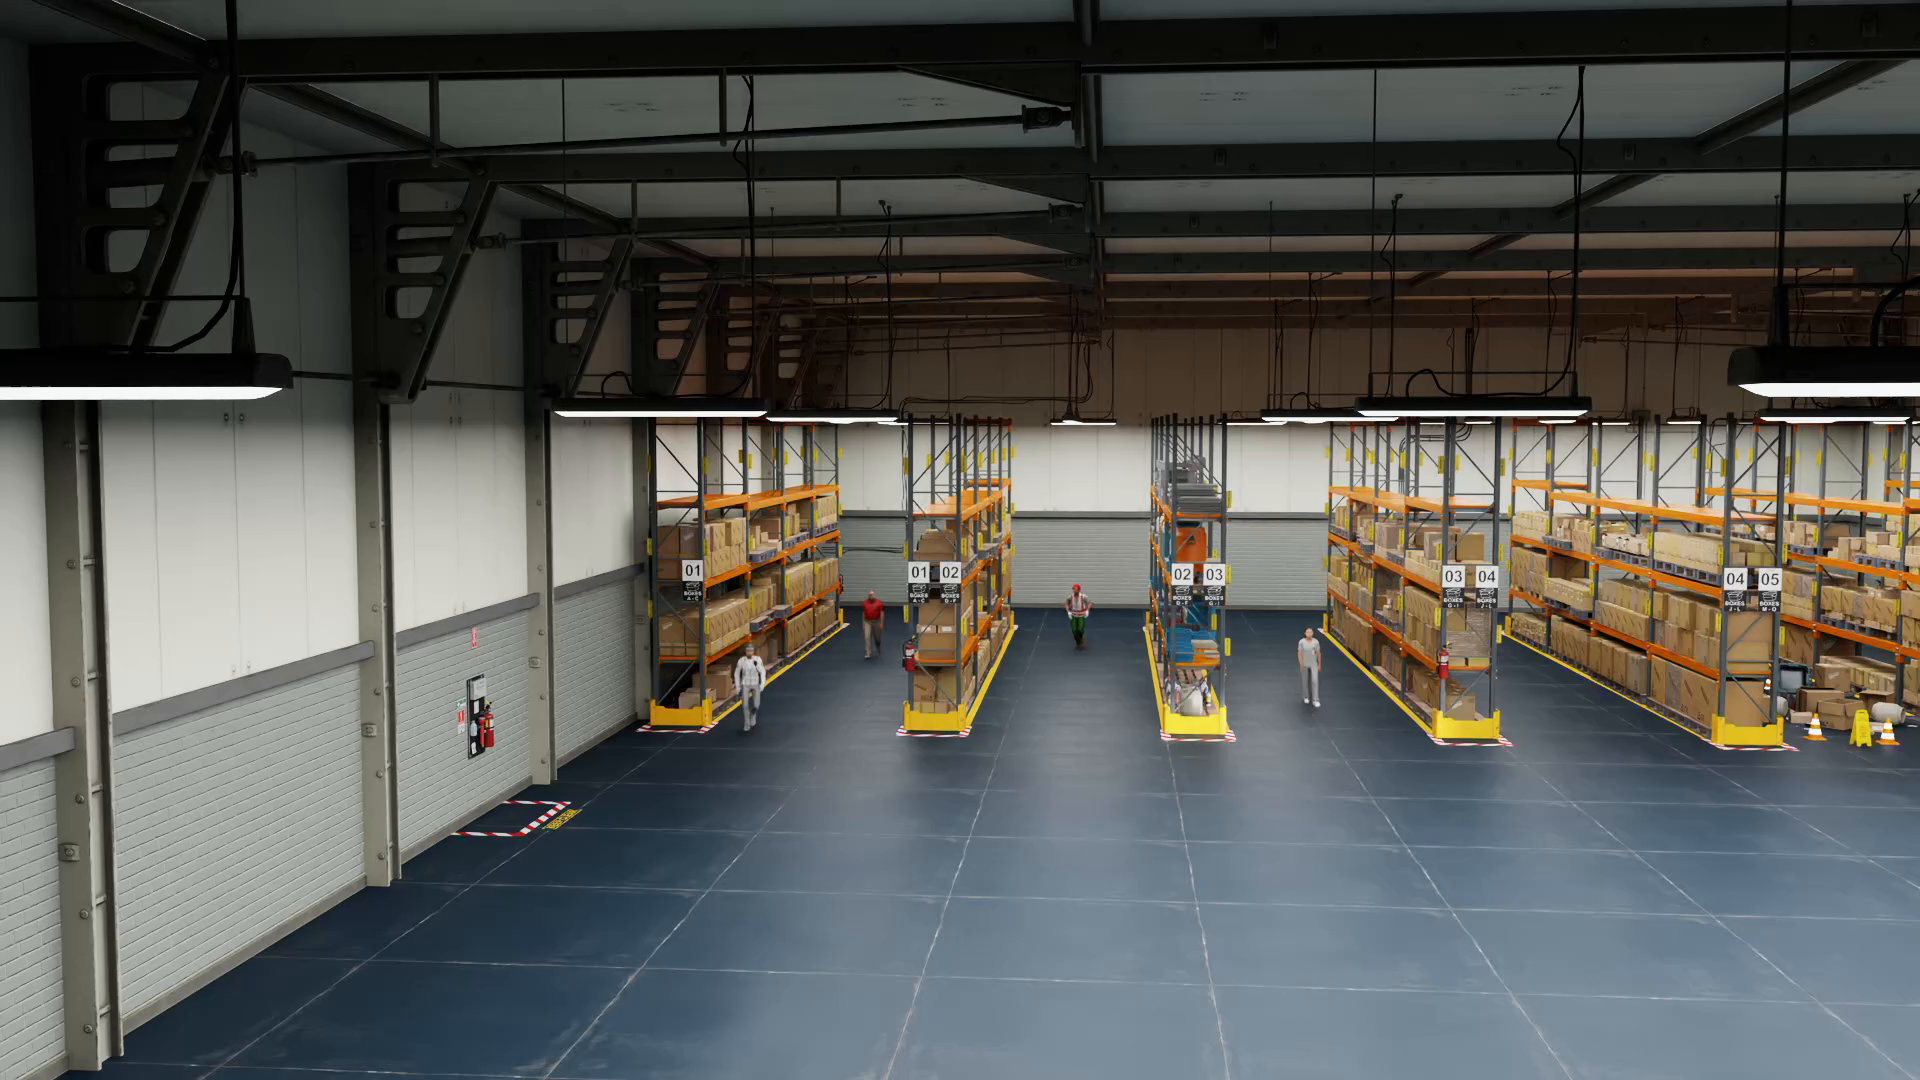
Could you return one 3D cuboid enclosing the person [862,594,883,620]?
[{"bbox_3d":[-2.182,1.672,41.425,0.536,0.682,0.303,0,4,2],"label":"person"}]

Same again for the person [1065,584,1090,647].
[{"bbox_3d":[3.067,1.973,43.291,0.653,1.688,0.626,1,4,13],"label":"person"}]

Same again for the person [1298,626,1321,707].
[{"bbox_3d":[7.179,2.584,34.150,0.476,1.626,0.948,1,4,11],"label":"person"}]

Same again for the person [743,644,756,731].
[{"bbox_3d":[-4.007,2.775,31.688,0.287,1.660,0.549,0,4,-5],"label":"person"}]
